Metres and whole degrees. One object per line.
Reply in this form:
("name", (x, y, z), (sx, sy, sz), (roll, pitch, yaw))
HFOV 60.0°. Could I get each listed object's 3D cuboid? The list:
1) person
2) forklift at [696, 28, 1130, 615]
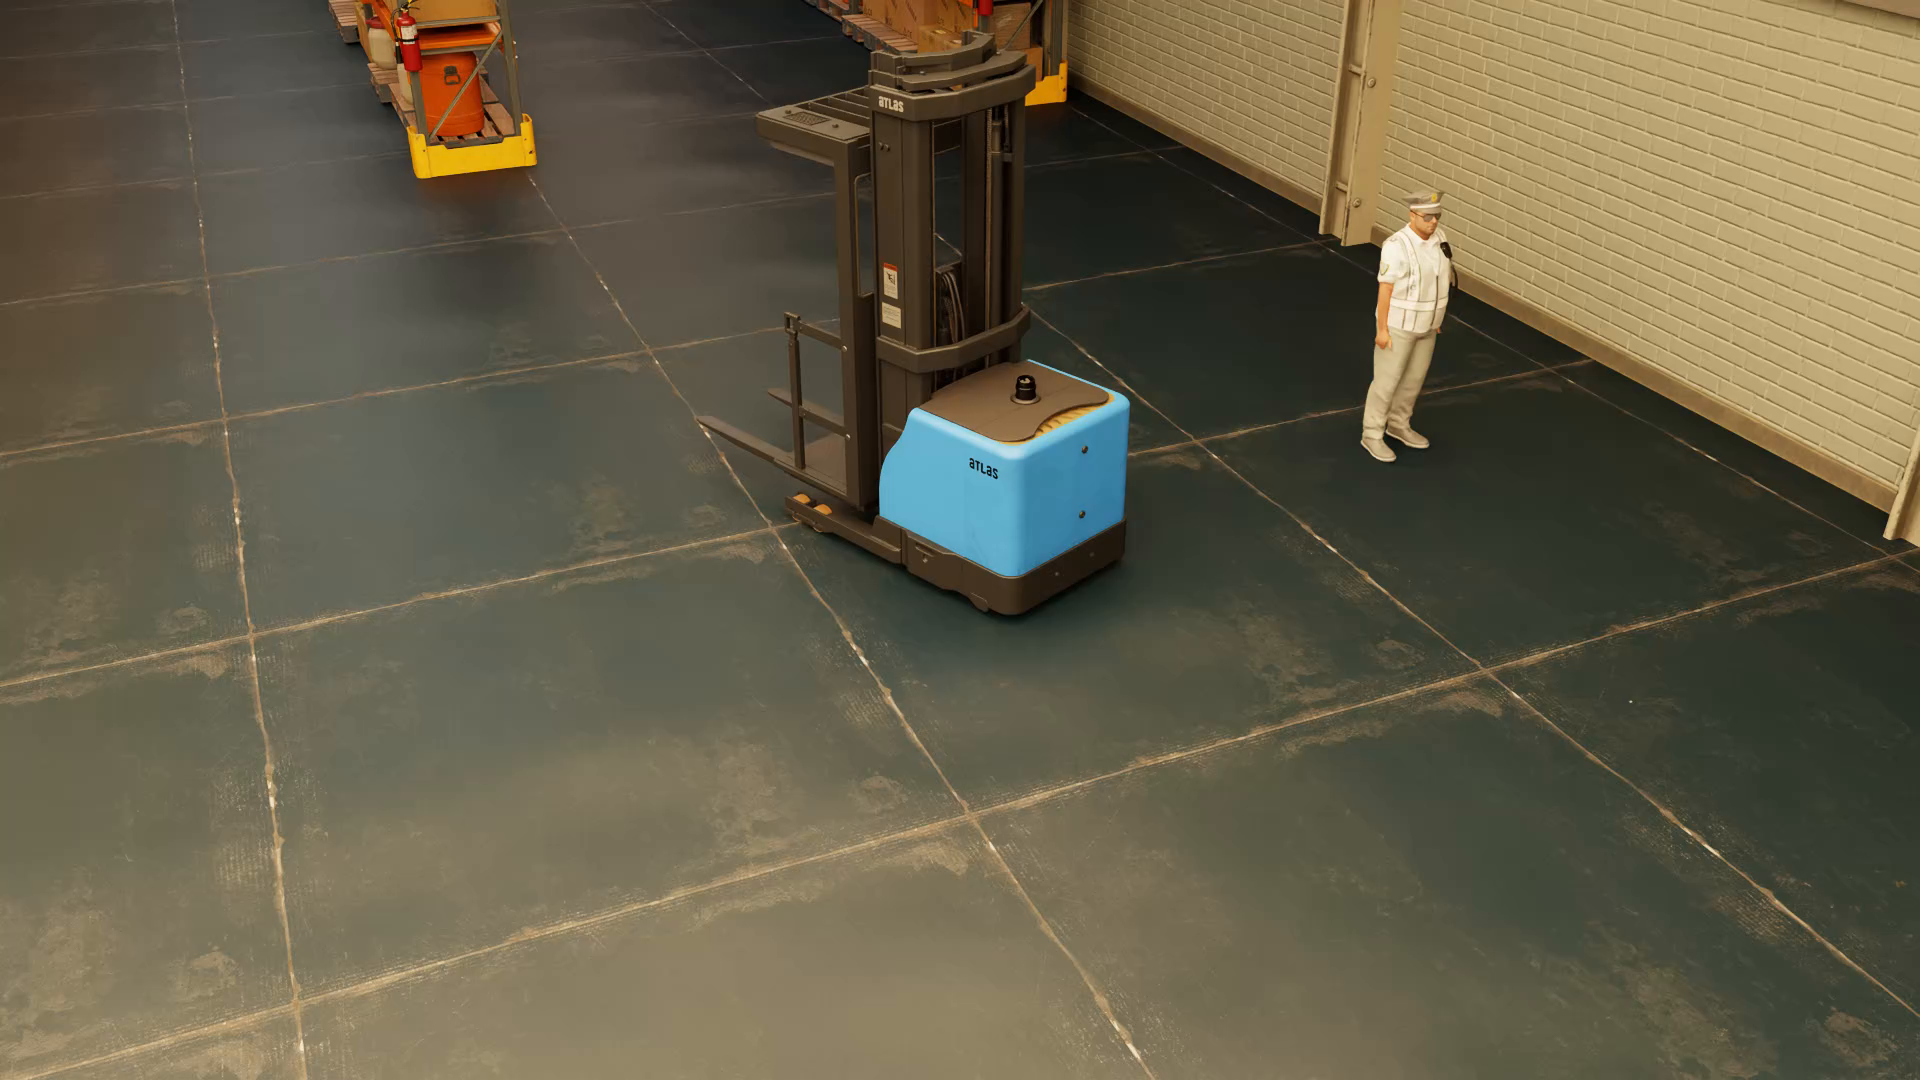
("person", (2.911, -1.408, 10.753), (0.524, 1.773, 0.396), (-18, 35, -29))
("forklift", (-0.436, -1.483, 9.714), (3.031, 2.935, 1.130), (26, 39, 37))
